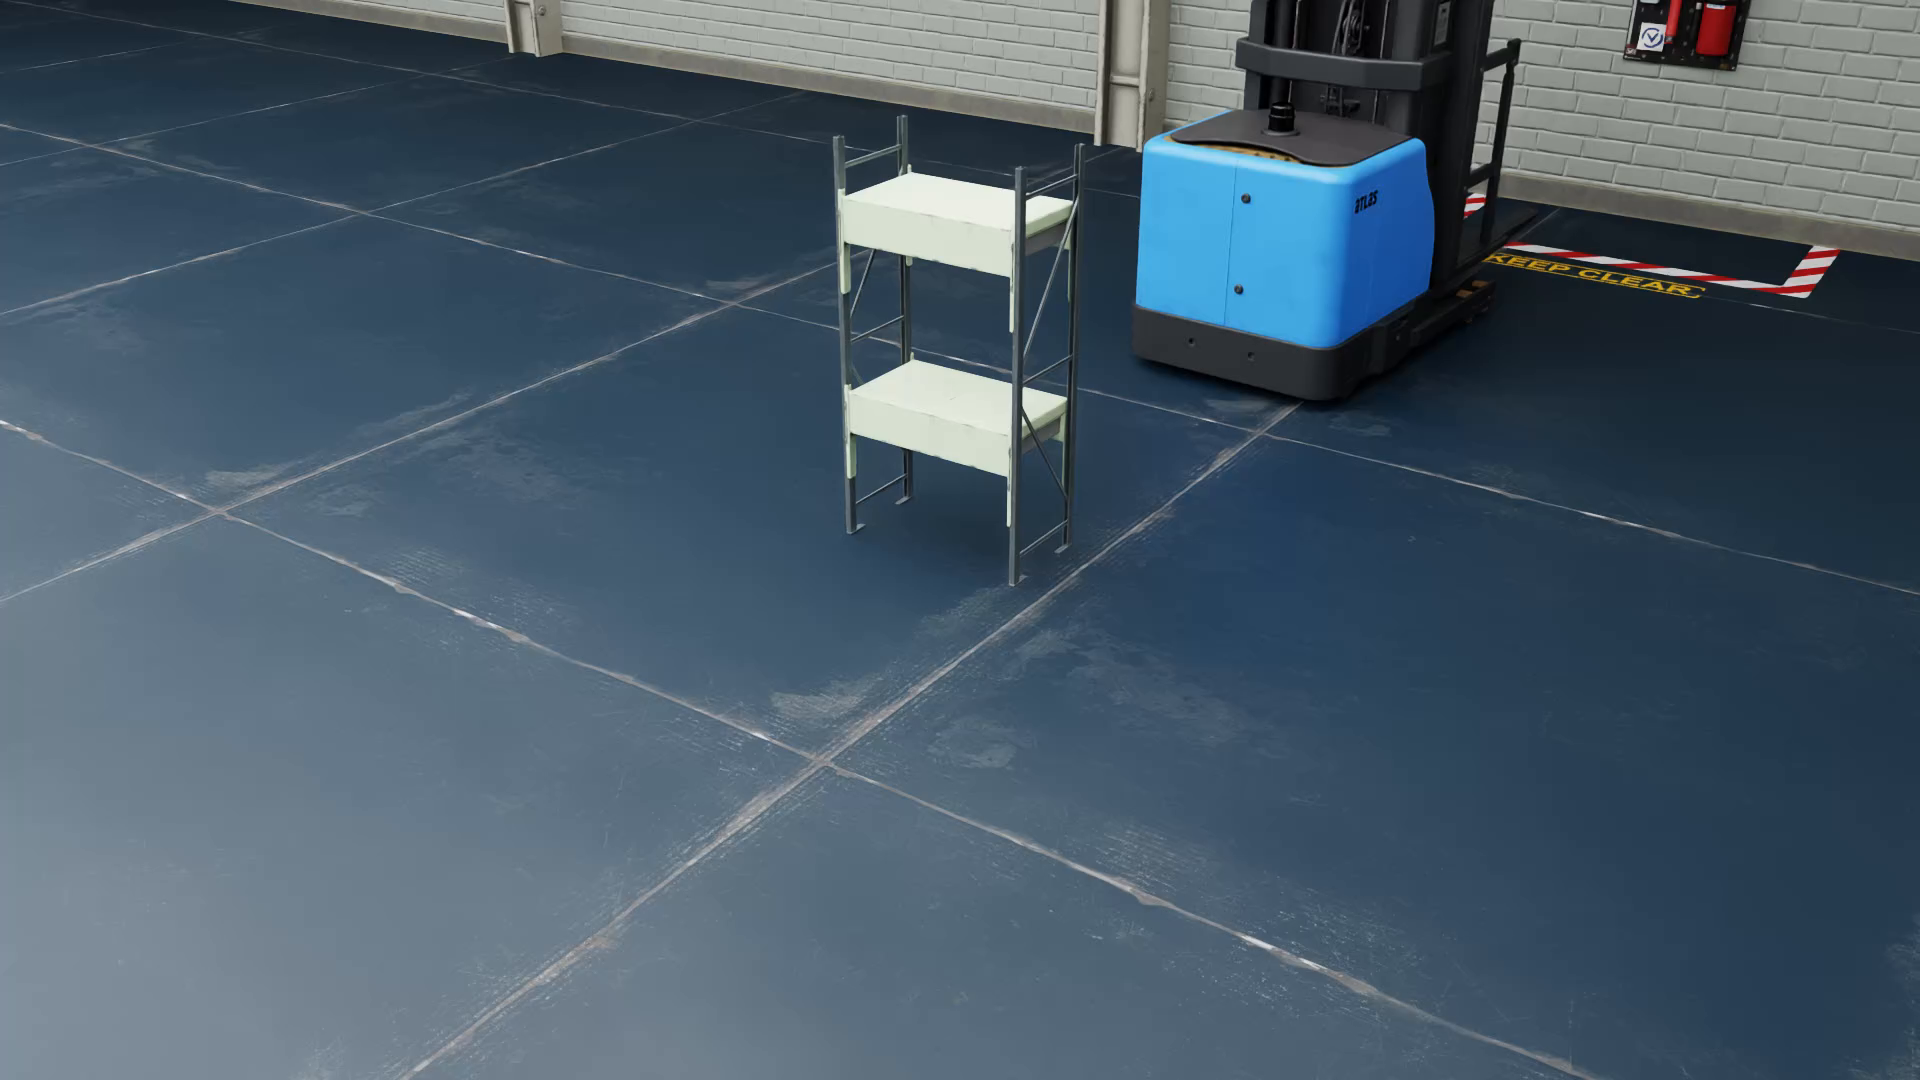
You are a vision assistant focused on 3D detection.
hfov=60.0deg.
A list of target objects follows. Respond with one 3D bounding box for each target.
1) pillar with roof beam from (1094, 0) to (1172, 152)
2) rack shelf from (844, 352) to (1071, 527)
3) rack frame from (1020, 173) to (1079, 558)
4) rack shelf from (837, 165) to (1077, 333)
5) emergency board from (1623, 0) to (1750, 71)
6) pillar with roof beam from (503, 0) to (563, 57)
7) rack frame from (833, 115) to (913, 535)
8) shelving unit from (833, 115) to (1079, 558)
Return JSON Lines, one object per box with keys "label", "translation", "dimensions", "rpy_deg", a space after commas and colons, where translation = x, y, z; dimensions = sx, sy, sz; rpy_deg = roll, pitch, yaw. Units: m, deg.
{"label": "pillar with roof beam", "translation": [-1.246, -5.196, 6.538], "dimensions": [0.400, 9.000, 9.100], "rpy_deg": [17, 32, 30]}
{"label": "rack shelf", "translation": [-0.006, -0.380, 6.061], "dimensions": [0.720, 0.370, 0.431], "rpy_deg": [17, 32, 30]}
{"label": "rack frame", "translation": [0.295, -0.576, 5.728], "dimensions": [0.010, 1.308, 0.380], "rpy_deg": [17, 32, 30]}
{"label": "rack shelf", "translation": [-0.006, -1.018, 5.736], "dimensions": [0.720, 0.370, 0.431], "rpy_deg": [17, 32, 30]}
{"label": "emergency board", "translation": [4.122, -3.239, 9.308], "dimensions": [0.643, 1.169, 0.194], "rpy_deg": [17, 32, 30]}
{"label": "pillar with roof beam", "translation": [-6.192, -6.736, 9.565], "dimensions": [0.400, 9.000, 9.100], "rpy_deg": [17, 32, 30]}
{"label": "rack frame", "translation": [-0.307, -0.764, 6.098], "dimensions": [0.023, 1.500, 0.400], "rpy_deg": [17, 32, 30]}
{"label": "shelving unit", "translation": [-0.008, -0.671, 5.915], "dimensions": [0.748, 1.500, 0.431], "rpy_deg": [17, 32, 30]}
